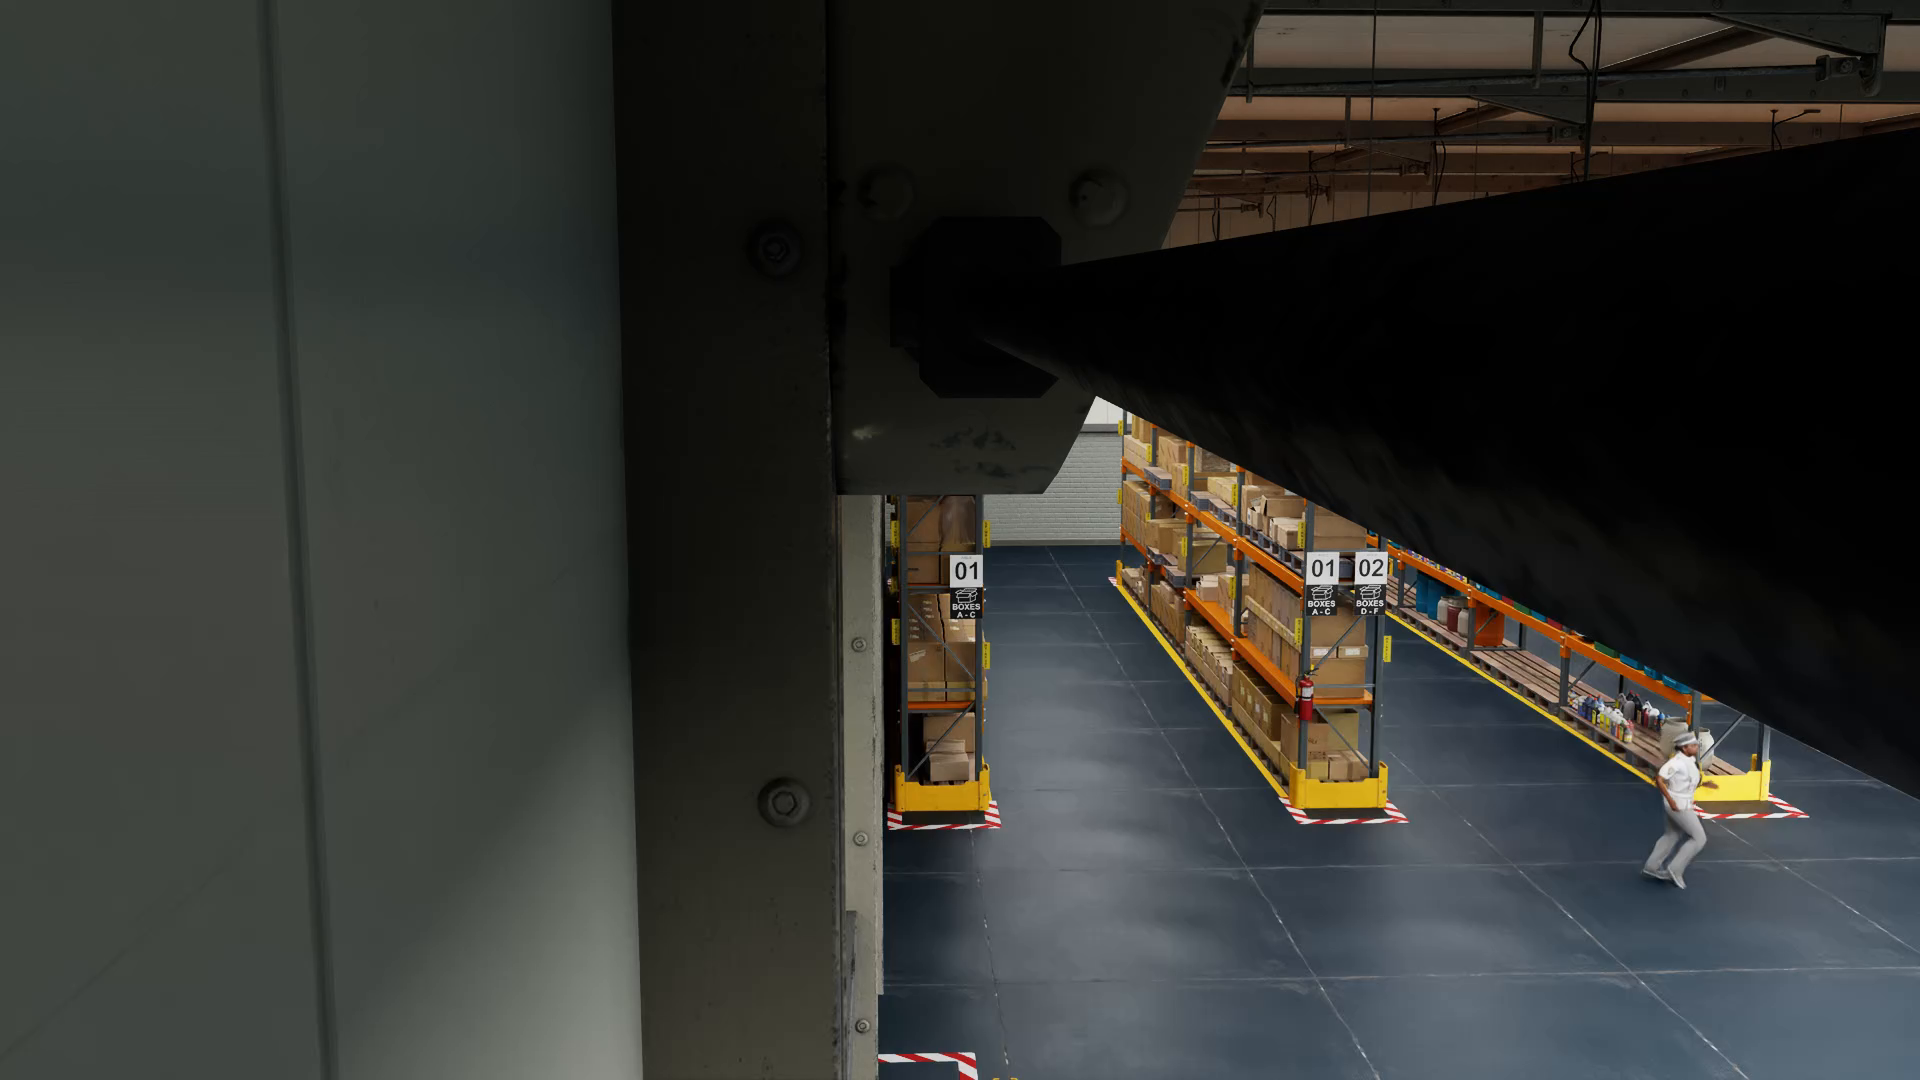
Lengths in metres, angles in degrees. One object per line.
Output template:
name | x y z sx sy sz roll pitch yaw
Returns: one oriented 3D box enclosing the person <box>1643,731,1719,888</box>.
person | 7.782 2.891 17.911 0.682 1.723 0.548 4 9 26
